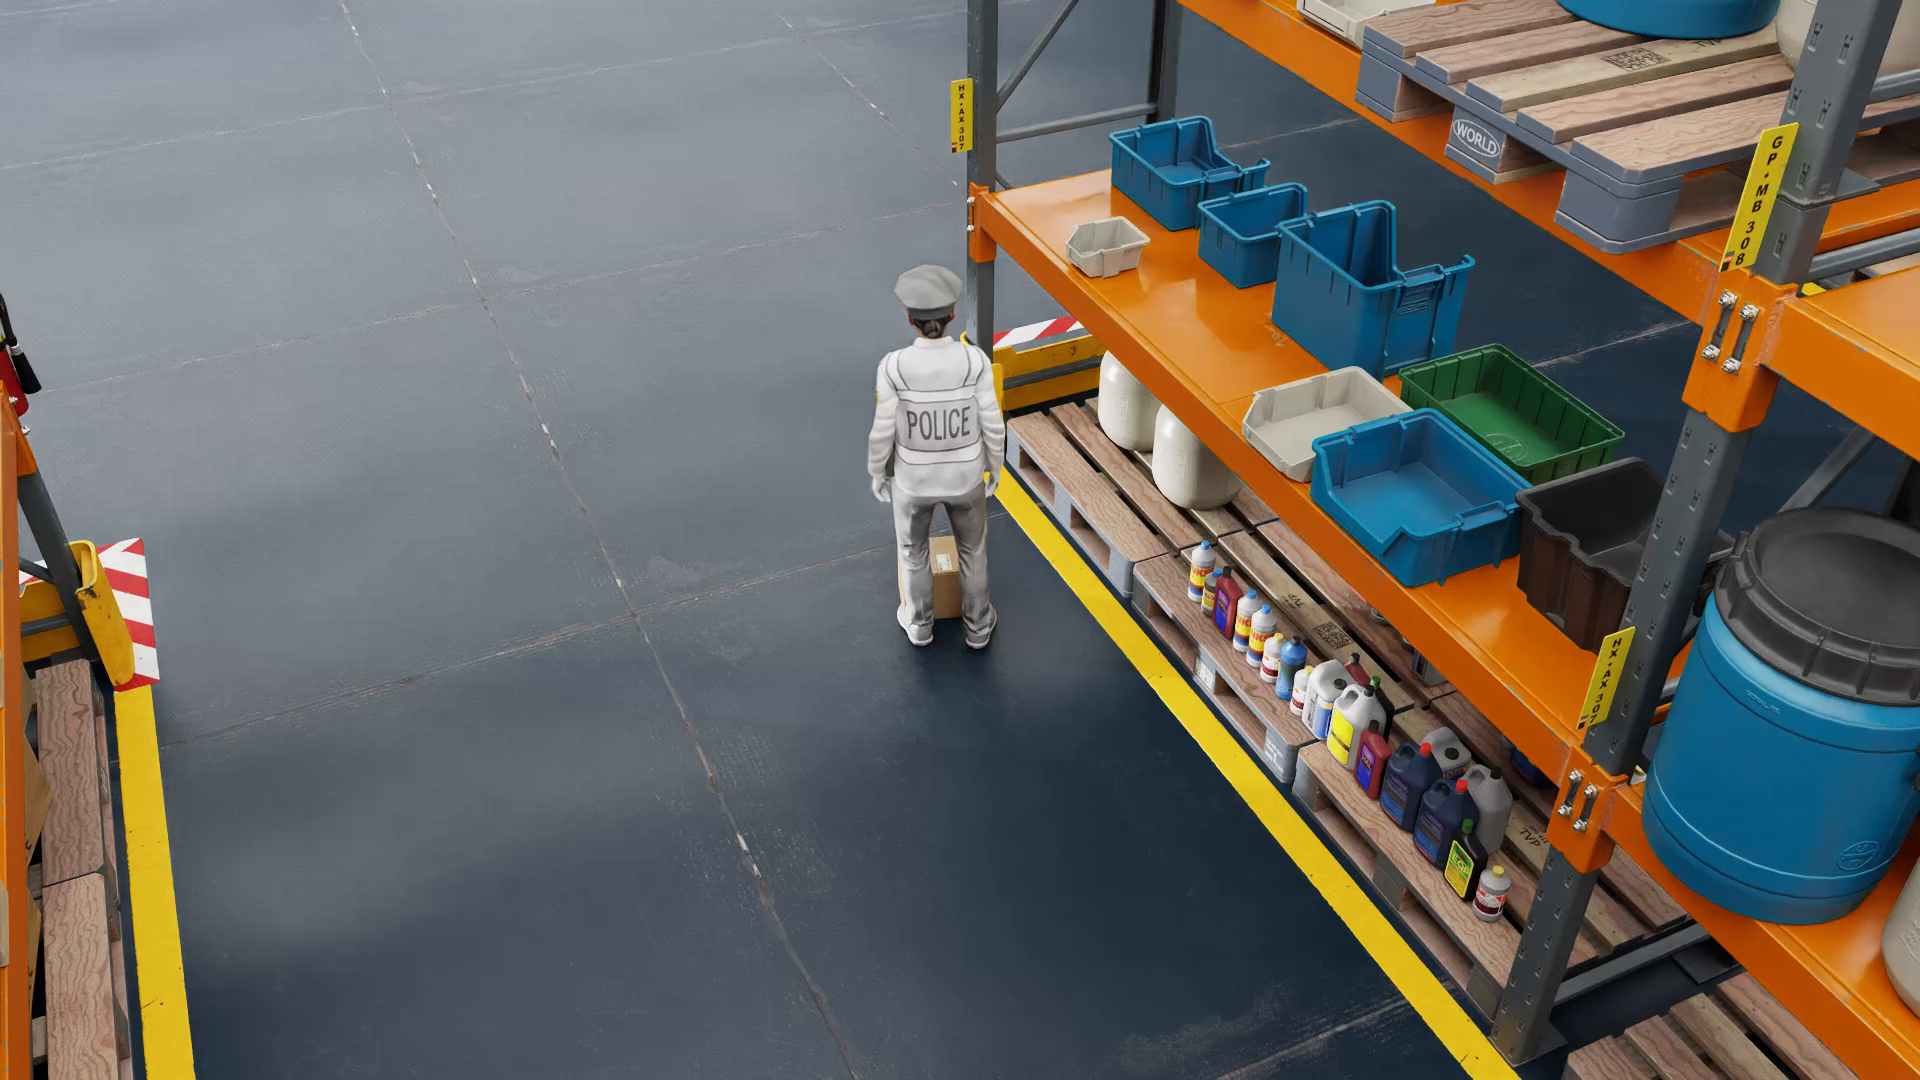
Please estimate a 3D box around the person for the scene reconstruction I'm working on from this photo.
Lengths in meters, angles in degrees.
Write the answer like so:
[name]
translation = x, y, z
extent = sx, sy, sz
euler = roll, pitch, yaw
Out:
[person]
translation = -0.091, -0.262, 6.489
extent = 0.530, 1.664, 0.403
euler = -4, 38, -5
